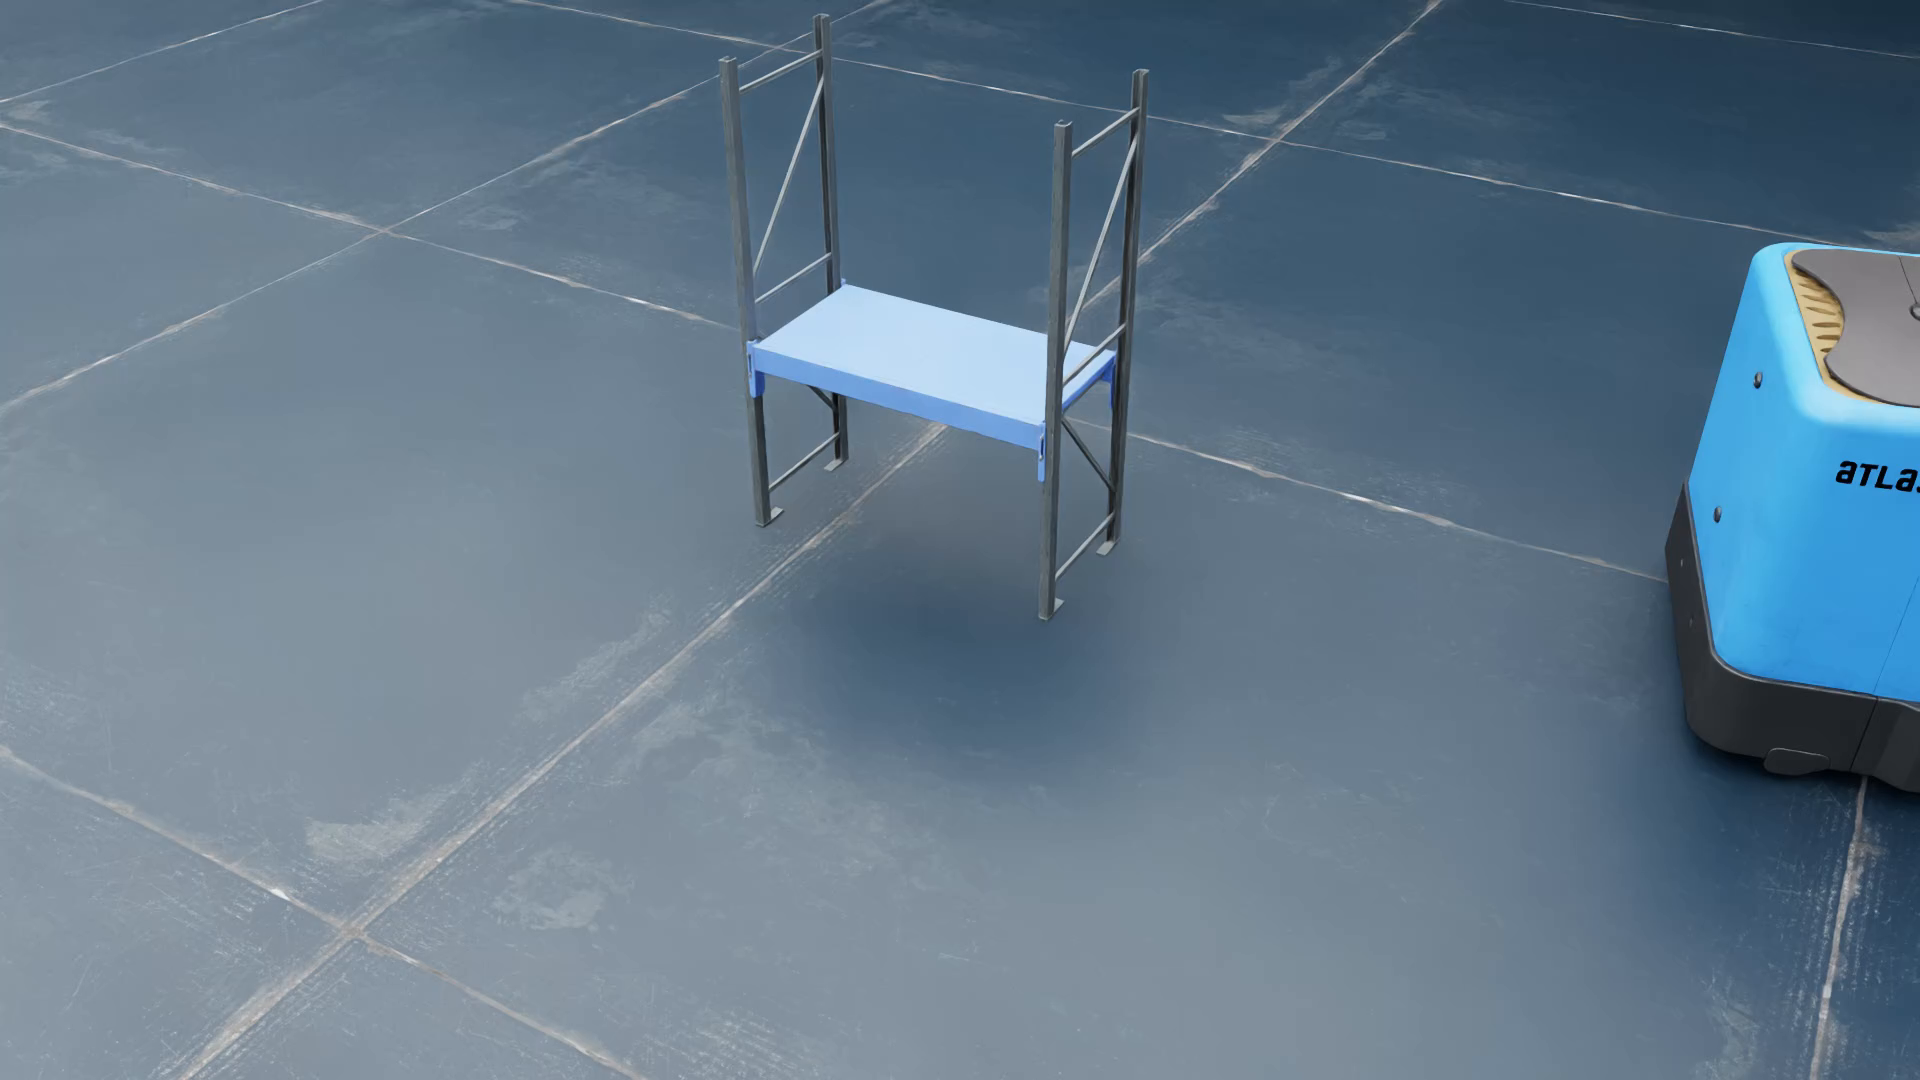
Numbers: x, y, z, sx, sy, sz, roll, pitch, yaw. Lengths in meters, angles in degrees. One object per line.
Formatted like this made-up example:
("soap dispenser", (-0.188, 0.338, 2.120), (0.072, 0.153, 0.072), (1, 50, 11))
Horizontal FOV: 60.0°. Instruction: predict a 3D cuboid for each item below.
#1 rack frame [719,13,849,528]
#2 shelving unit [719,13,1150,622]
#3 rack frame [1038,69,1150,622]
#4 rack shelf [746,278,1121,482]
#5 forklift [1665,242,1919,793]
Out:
("rack frame", (-0.515, -0.788, 5.079), (0.032, 1.500, 0.500), (18, 37, 24))
("shelving unit", (-0.074, -0.648, 4.870), (1.048, 1.500, 0.538), (18, 37, 24))
("rack frame", (0.367, -0.508, 4.660), (0.032, 1.500, 0.500), (18, 37, 24))
("rack shelf", (-0.074, -0.498, 4.969), (1.000, 0.185, 0.538), (18, 37, 24))
("forklift", (3.497, -0.679, 3.625), (3.031, 2.935, 1.130), (9, 35, 13))
